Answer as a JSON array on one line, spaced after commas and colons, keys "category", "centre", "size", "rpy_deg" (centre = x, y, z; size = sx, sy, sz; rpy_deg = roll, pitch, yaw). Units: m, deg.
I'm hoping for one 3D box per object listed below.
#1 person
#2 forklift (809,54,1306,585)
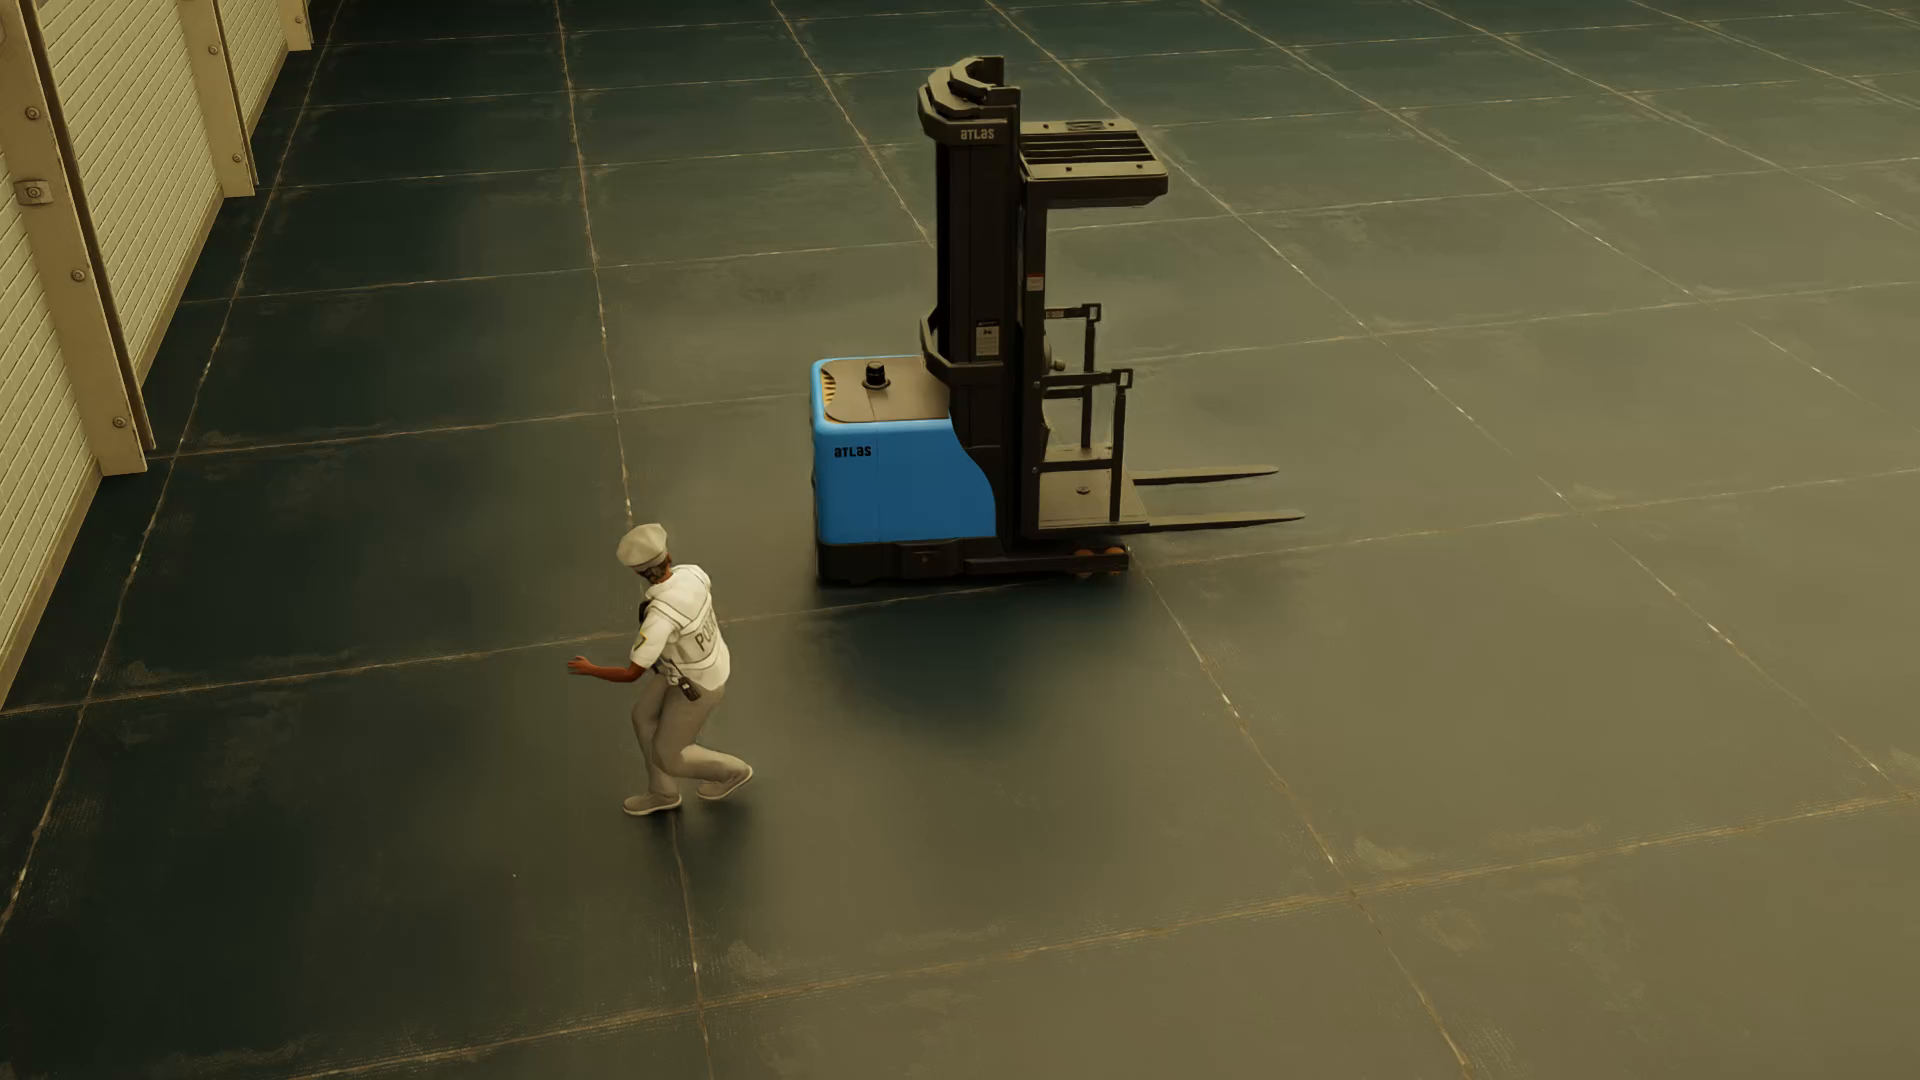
[{"category": "person", "centre": [-1.438, 0.599, 7.933], "size": [0.804, 1.549, 0.799], "rpy_deg": [-2, 30, -4]}, {"category": "forklift", "centre": [0.607, -1.305, 9.828], "size": [3.031, 2.935, 1.130], "rpy_deg": [-3, 30, -5]}]
